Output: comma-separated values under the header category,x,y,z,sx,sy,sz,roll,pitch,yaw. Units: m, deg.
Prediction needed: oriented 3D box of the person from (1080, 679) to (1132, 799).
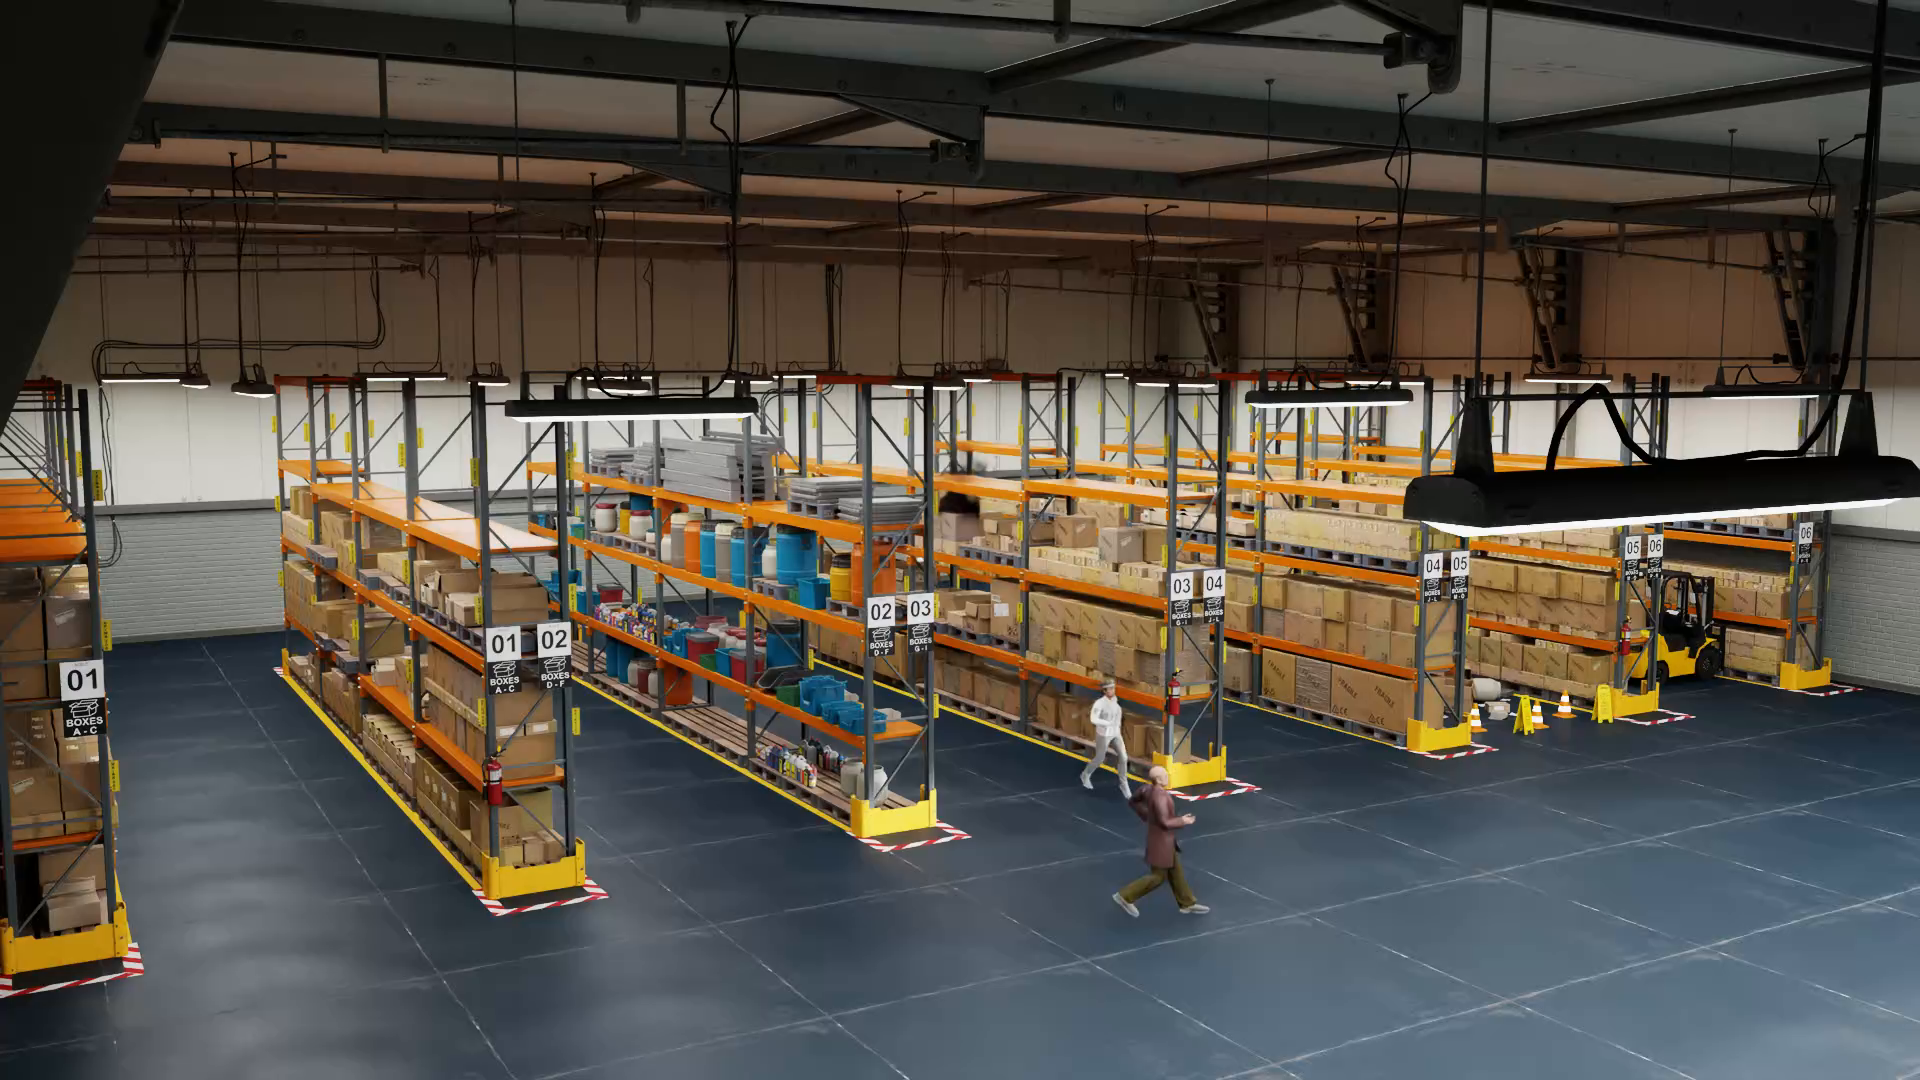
category,x,y,z,sx,sy,sz,roll,pitch,yaw
person,2.111,2.849,24.114,0.673,1.738,0.862,-5,8,-41

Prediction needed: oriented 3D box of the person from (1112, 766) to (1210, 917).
category,x,y,z,sx,sy,sz,roll,pitch,yaw
person,2.274,3.385,18.674,1.153,1.737,0.727,-1,6,-5

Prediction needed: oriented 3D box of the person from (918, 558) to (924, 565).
category,x,y,z,sx,sy,sz,roll,pitch,yaw
person,-0.809,1.251,38.492,0.679,1.723,0.753,-2,7,-20

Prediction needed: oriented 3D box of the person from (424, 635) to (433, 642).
category,x,y,z,sx,sy,sz,roll,pitch,yaw
person,-10.417,1.917,32.963,0.583,1.678,0.660,5,8,38
